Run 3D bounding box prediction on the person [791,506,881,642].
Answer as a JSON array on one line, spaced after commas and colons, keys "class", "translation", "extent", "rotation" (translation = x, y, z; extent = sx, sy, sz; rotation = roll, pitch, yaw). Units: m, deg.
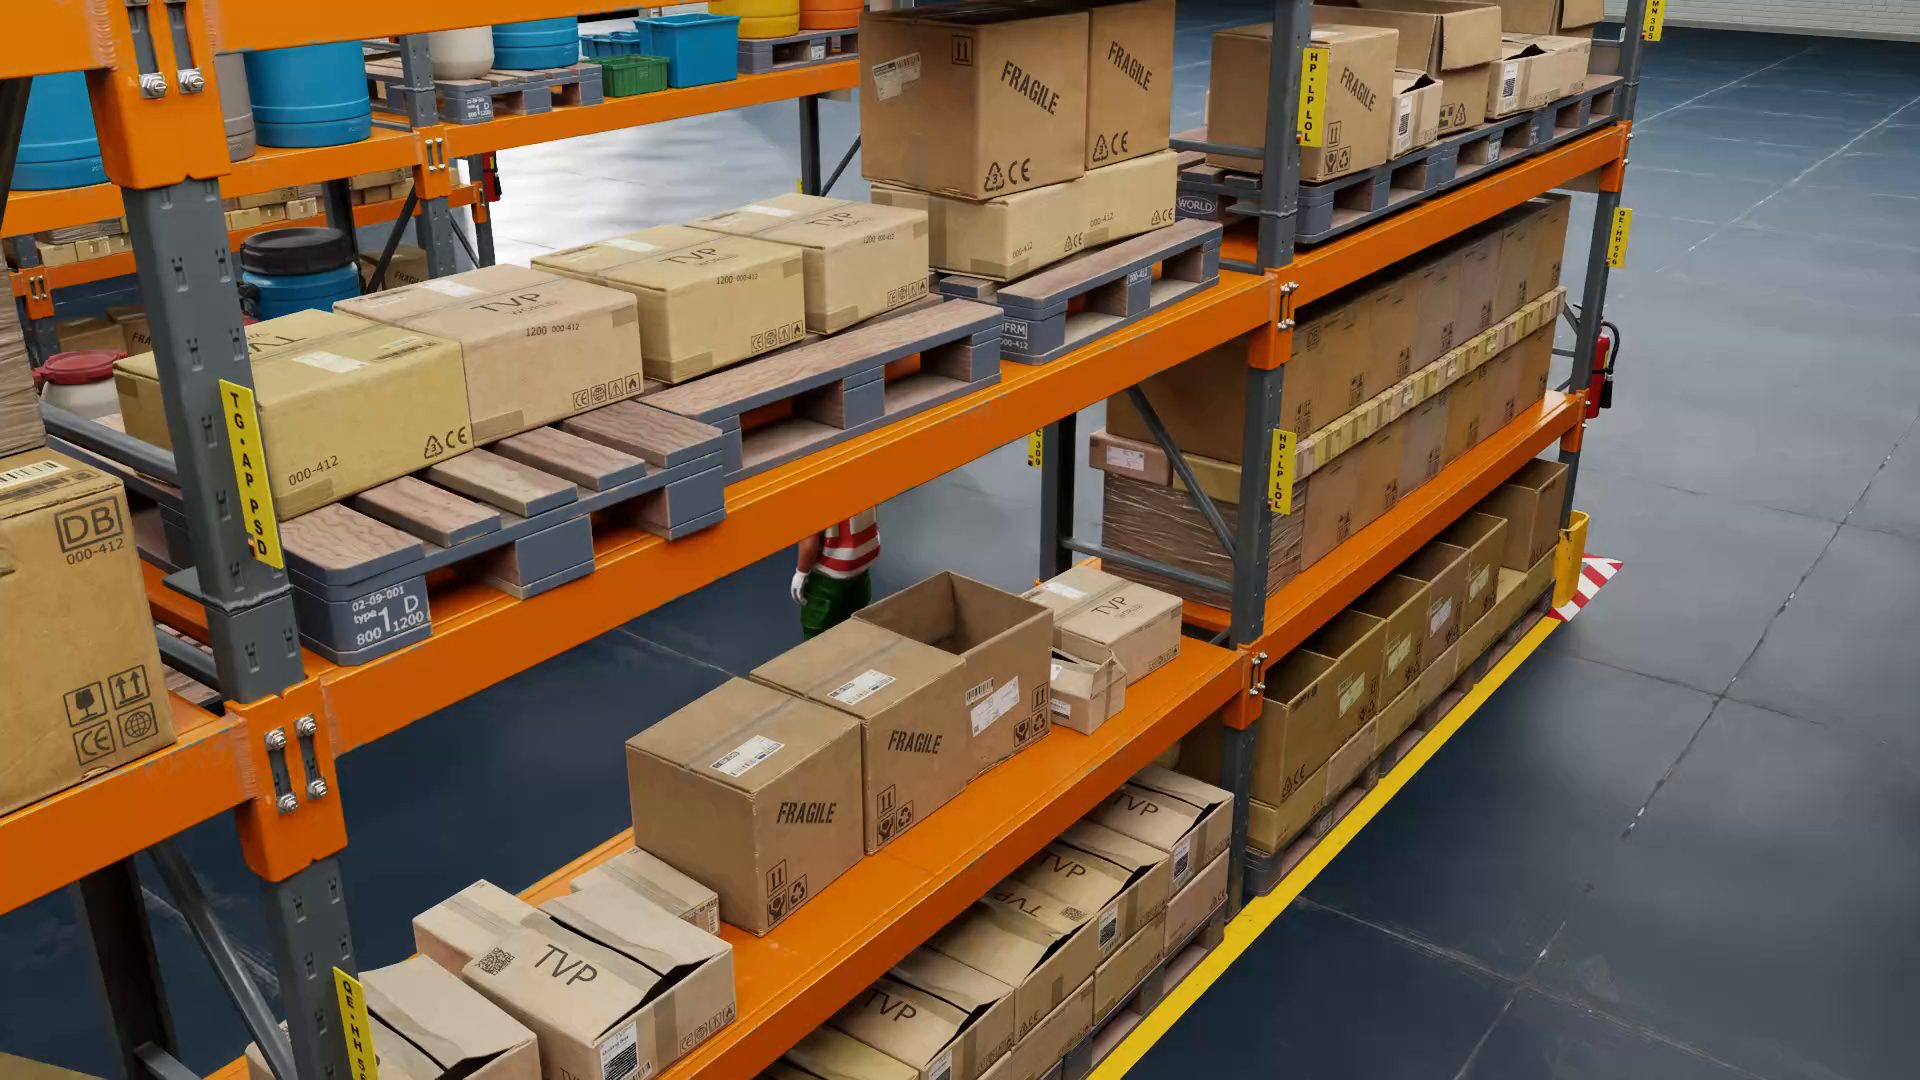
[{"class": "person", "translation": [-0.640, 0.100, 8.350], "extent": [0.454, 1.777, 0.601], "rotation": [15, 28, 31]}]
